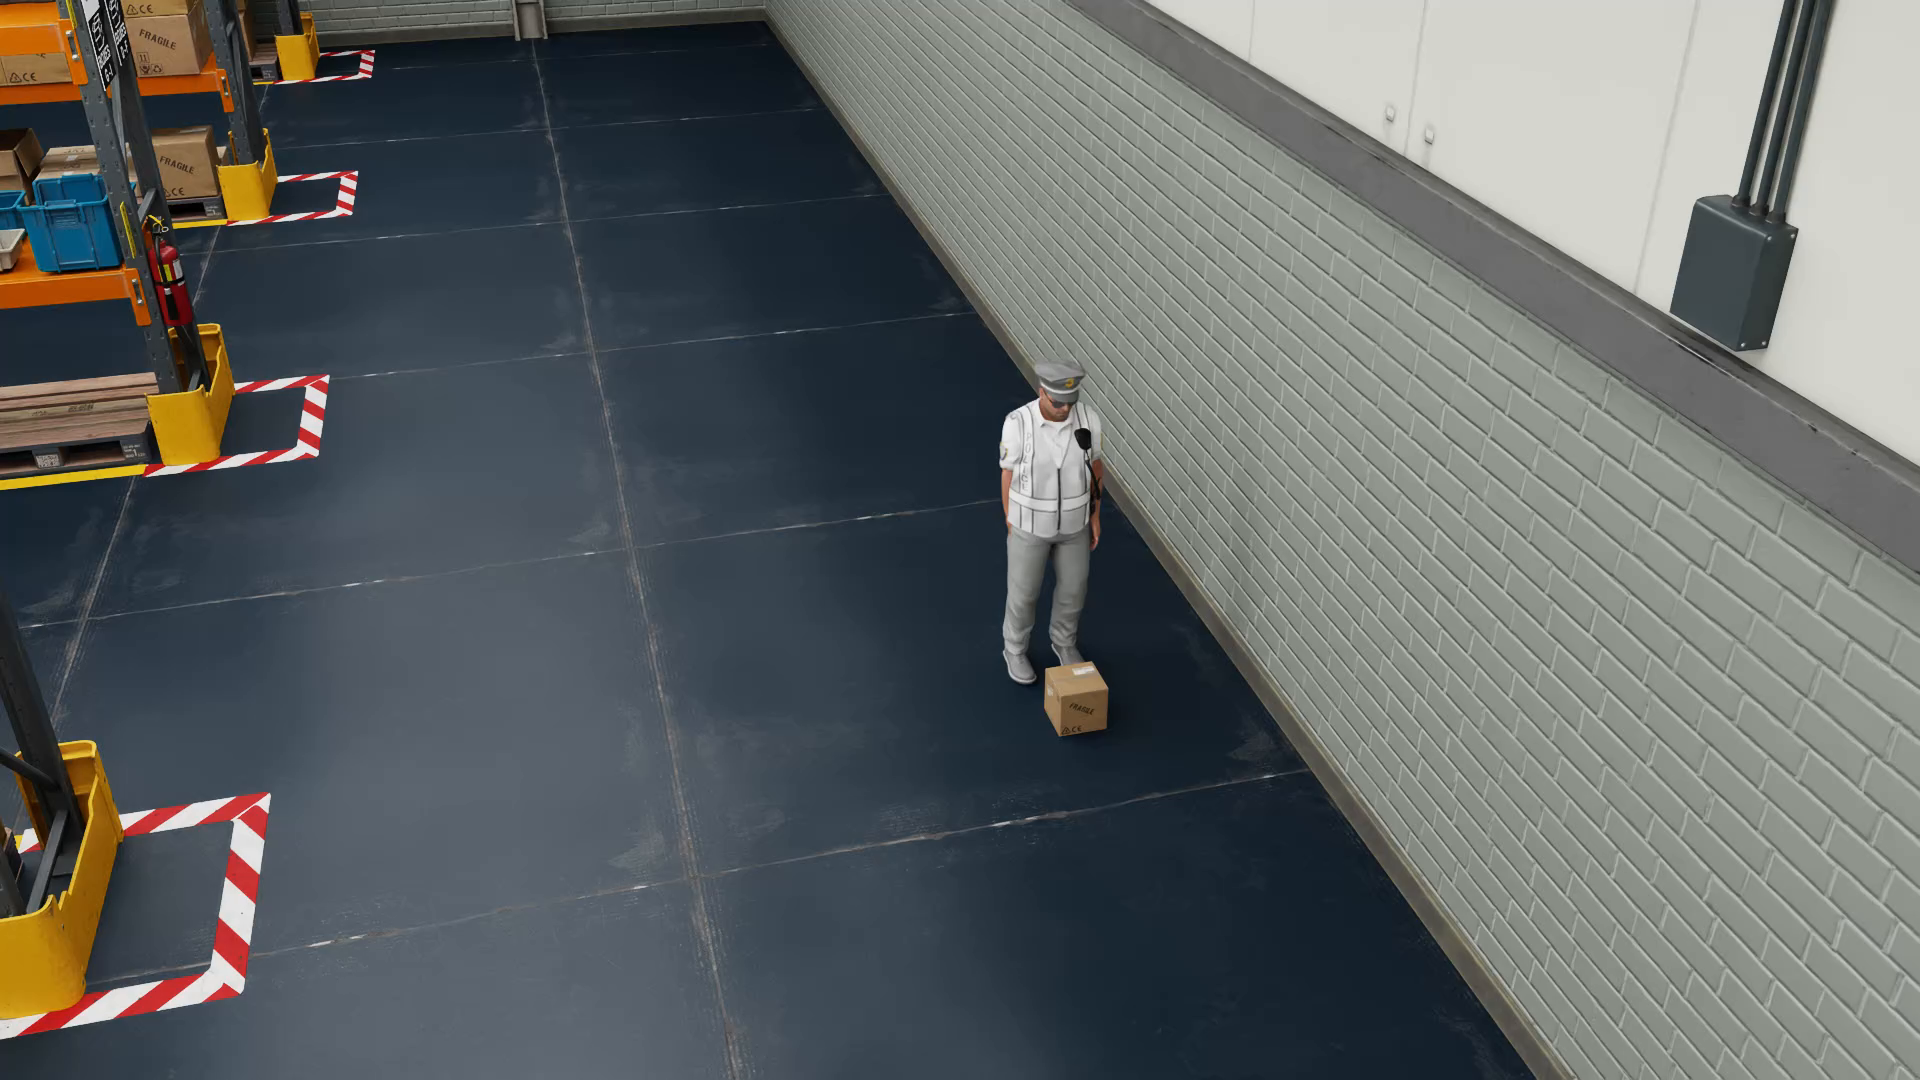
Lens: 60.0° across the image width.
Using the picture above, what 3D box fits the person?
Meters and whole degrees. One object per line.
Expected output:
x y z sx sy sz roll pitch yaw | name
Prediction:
0.469 -0.094 8.412 0.530 1.740 0.391 -7 31 -12 | person
